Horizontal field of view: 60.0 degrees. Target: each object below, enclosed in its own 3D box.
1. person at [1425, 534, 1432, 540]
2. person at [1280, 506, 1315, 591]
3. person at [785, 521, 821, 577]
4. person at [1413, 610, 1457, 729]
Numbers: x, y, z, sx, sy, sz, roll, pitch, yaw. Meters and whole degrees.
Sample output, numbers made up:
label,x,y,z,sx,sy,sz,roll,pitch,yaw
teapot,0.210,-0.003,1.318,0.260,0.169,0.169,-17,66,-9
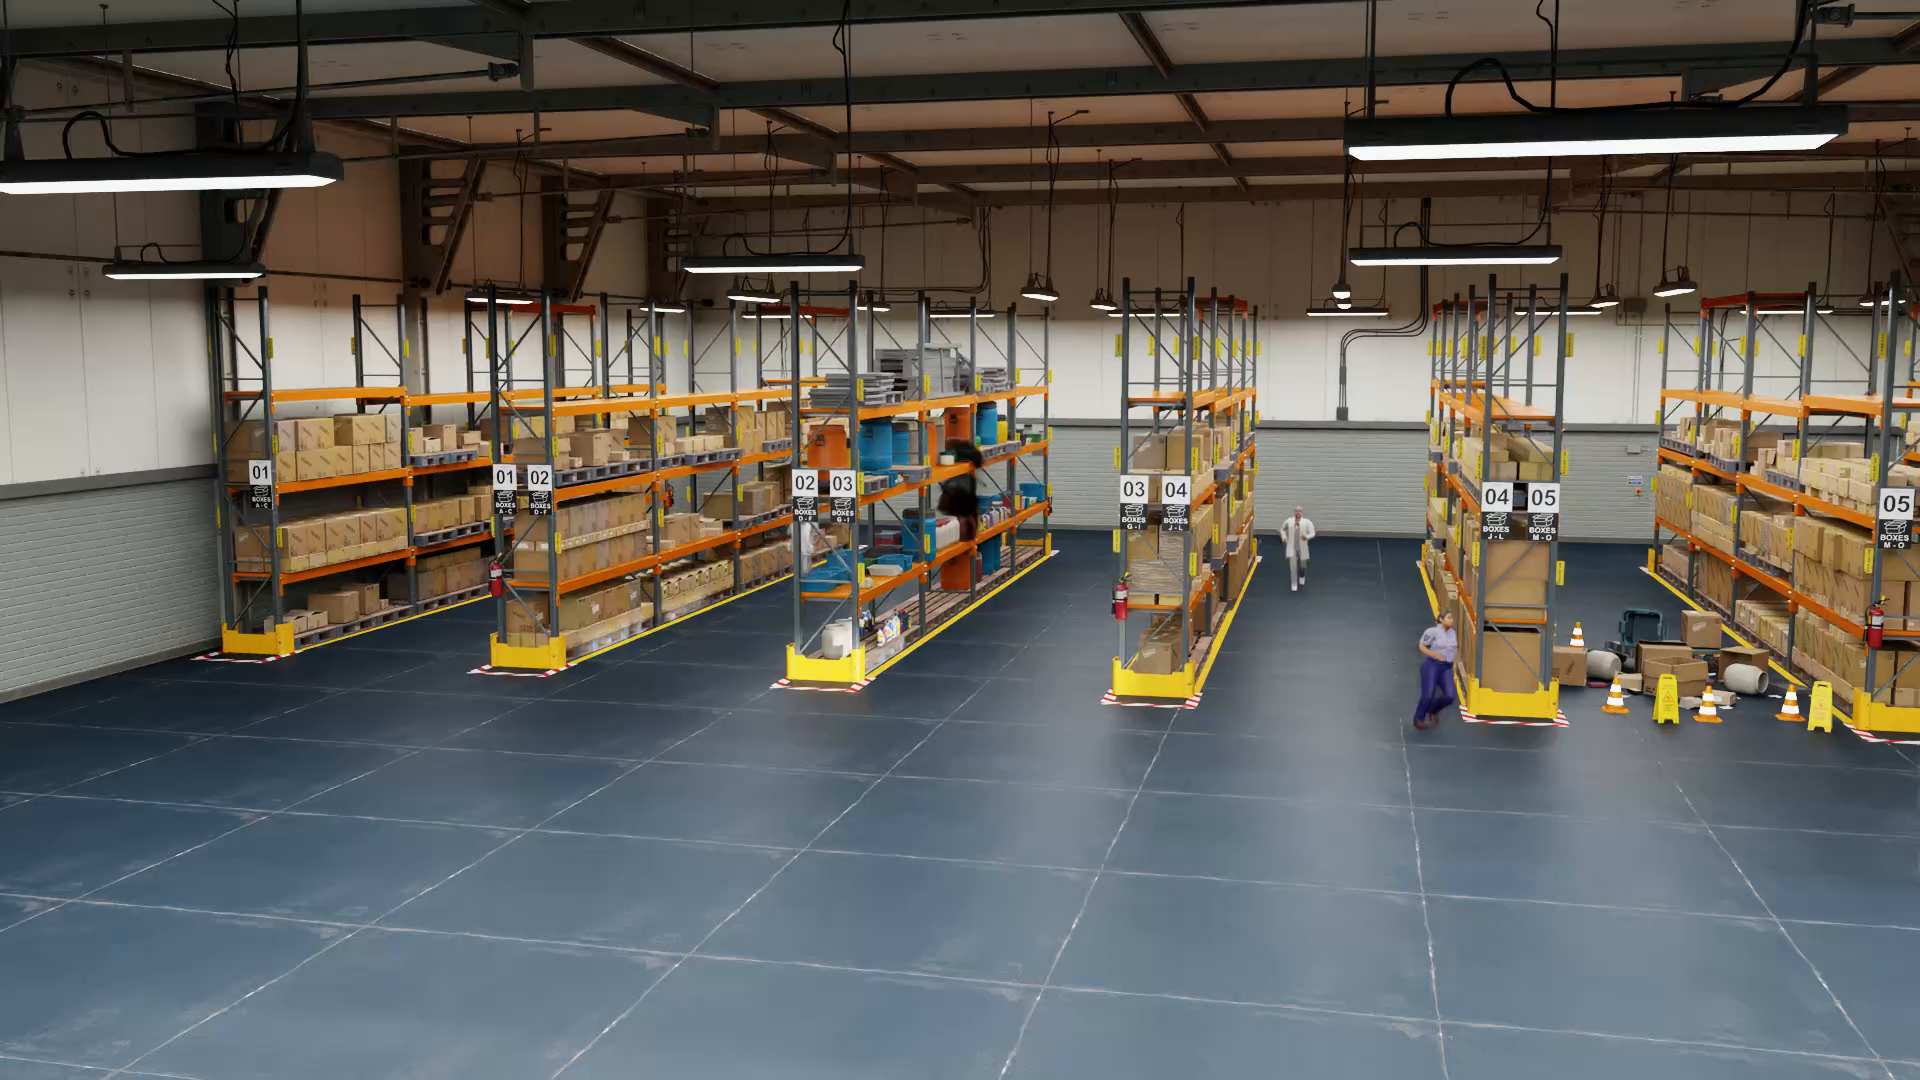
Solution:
label,x,y,z,sx,sy,sz,roll,pitch,yaw
person,11.336,-0.308,39.594,0.467,1.567,0.564,1,7,12
person,7.004,0.166,34.571,0.720,1.746,0.912,2,7,14
person,-2.982,0.248,31.319,0.691,1.776,0.572,1,7,10
person,6.354,1.748,21.927,0.598,1.491,0.517,-2,7,-13
